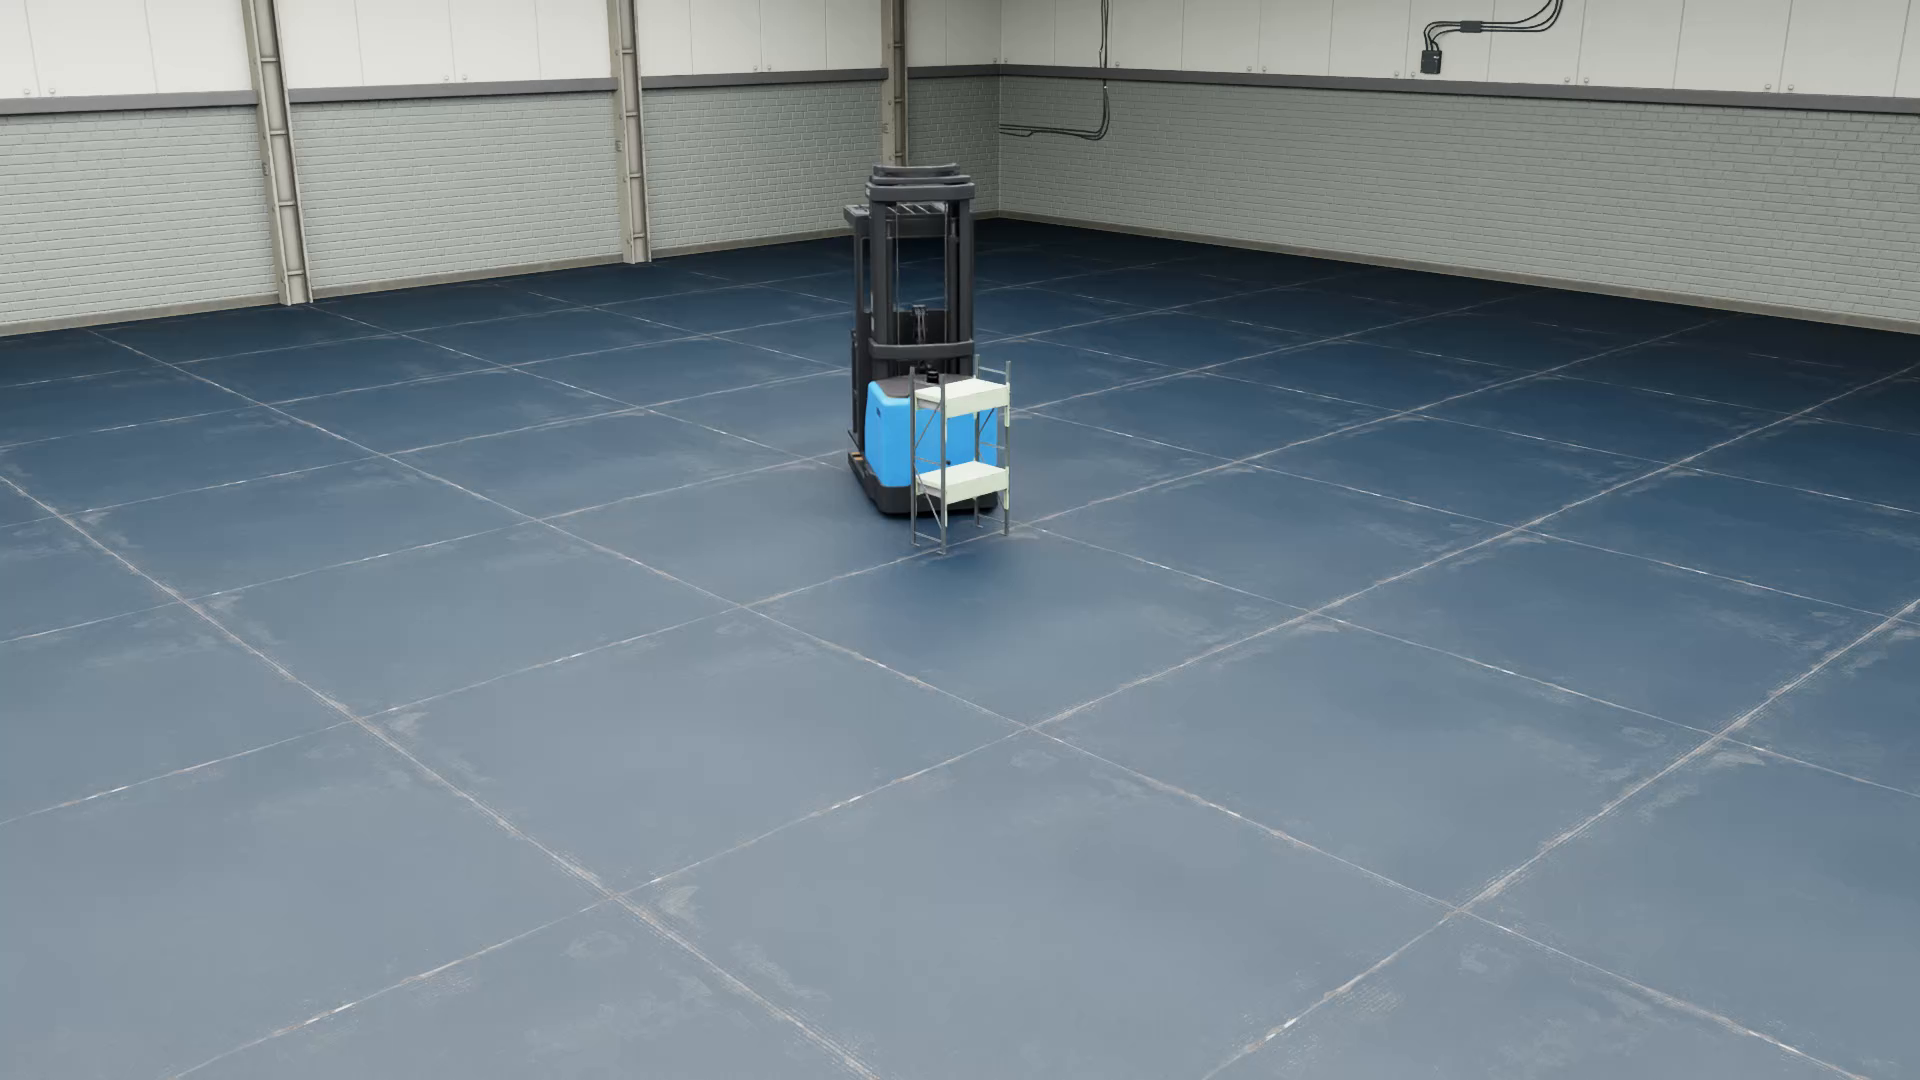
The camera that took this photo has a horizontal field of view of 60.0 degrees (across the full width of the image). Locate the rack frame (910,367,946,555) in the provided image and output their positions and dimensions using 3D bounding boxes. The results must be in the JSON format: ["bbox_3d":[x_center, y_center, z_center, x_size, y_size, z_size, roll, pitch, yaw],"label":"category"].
[{"bbox_3d":[-0.261,-0.637,13.519,0.023,1.500,0.400,-16,24,-41],"label":"rack frame"}]

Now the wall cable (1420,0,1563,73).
[{"bbox_3d":[8.306,-10.207,25.360,0.169,6.003,2.305,-16,24,-41],"label":"wall cable"}]

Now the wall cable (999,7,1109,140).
[{"bbox_3d":[1.795,-9.243,32.936,0.112,2.526,3.097,-16,24,-41],"label":"wall cable"}]

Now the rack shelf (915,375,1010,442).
[{"bbox_3d":[0.005,-1.086,13.637,0.720,0.370,0.431,-16,24,-41],"label":"rack shelf"}]

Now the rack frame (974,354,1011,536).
[{"bbox_3d":[0.271,-0.792,13.997,0.023,1.500,0.400,-16,24,-41],"label":"rack frame"}]

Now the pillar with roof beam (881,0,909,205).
[{"bbox_3d":[1.704,-9.427,28.470,0.400,9.000,9.100,-16,24,-41],"label":"pillar with roof beam"}]

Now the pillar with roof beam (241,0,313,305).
[{"bbox_3d":[-7.016,-6.884,20.628,0.400,9.000,9.100,-16,24,-41],"label":"pillar with roof beam"}]

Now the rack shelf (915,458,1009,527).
[{"bbox_3d":[0.005,-0.405,13.858,0.720,0.370,0.431,-16,24,-41],"label":"rack shelf"}]

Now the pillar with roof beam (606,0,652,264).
[{"bbox_3d":[-2.656,-8.156,24.549,0.400,9.000,9.100,-16,24,-41],"label":"pillar with roof beam"}]

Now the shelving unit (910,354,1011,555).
[{"bbox_3d":[0.005,-0.715,13.758,0.755,1.500,0.431,-16,24,-41],"label":"shelving unit"}]

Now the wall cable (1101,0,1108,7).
[{"bbox_3d":[3.654,-11.039,30.287,0.112,2.526,3.097,-16,24,-41],"label":"wall cable"}]

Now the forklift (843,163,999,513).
[{"bbox_3d":[-0.469,-2.040,15.526,1.130,2.935,3.031,-4,18,-11],"label":"forklift"}]
